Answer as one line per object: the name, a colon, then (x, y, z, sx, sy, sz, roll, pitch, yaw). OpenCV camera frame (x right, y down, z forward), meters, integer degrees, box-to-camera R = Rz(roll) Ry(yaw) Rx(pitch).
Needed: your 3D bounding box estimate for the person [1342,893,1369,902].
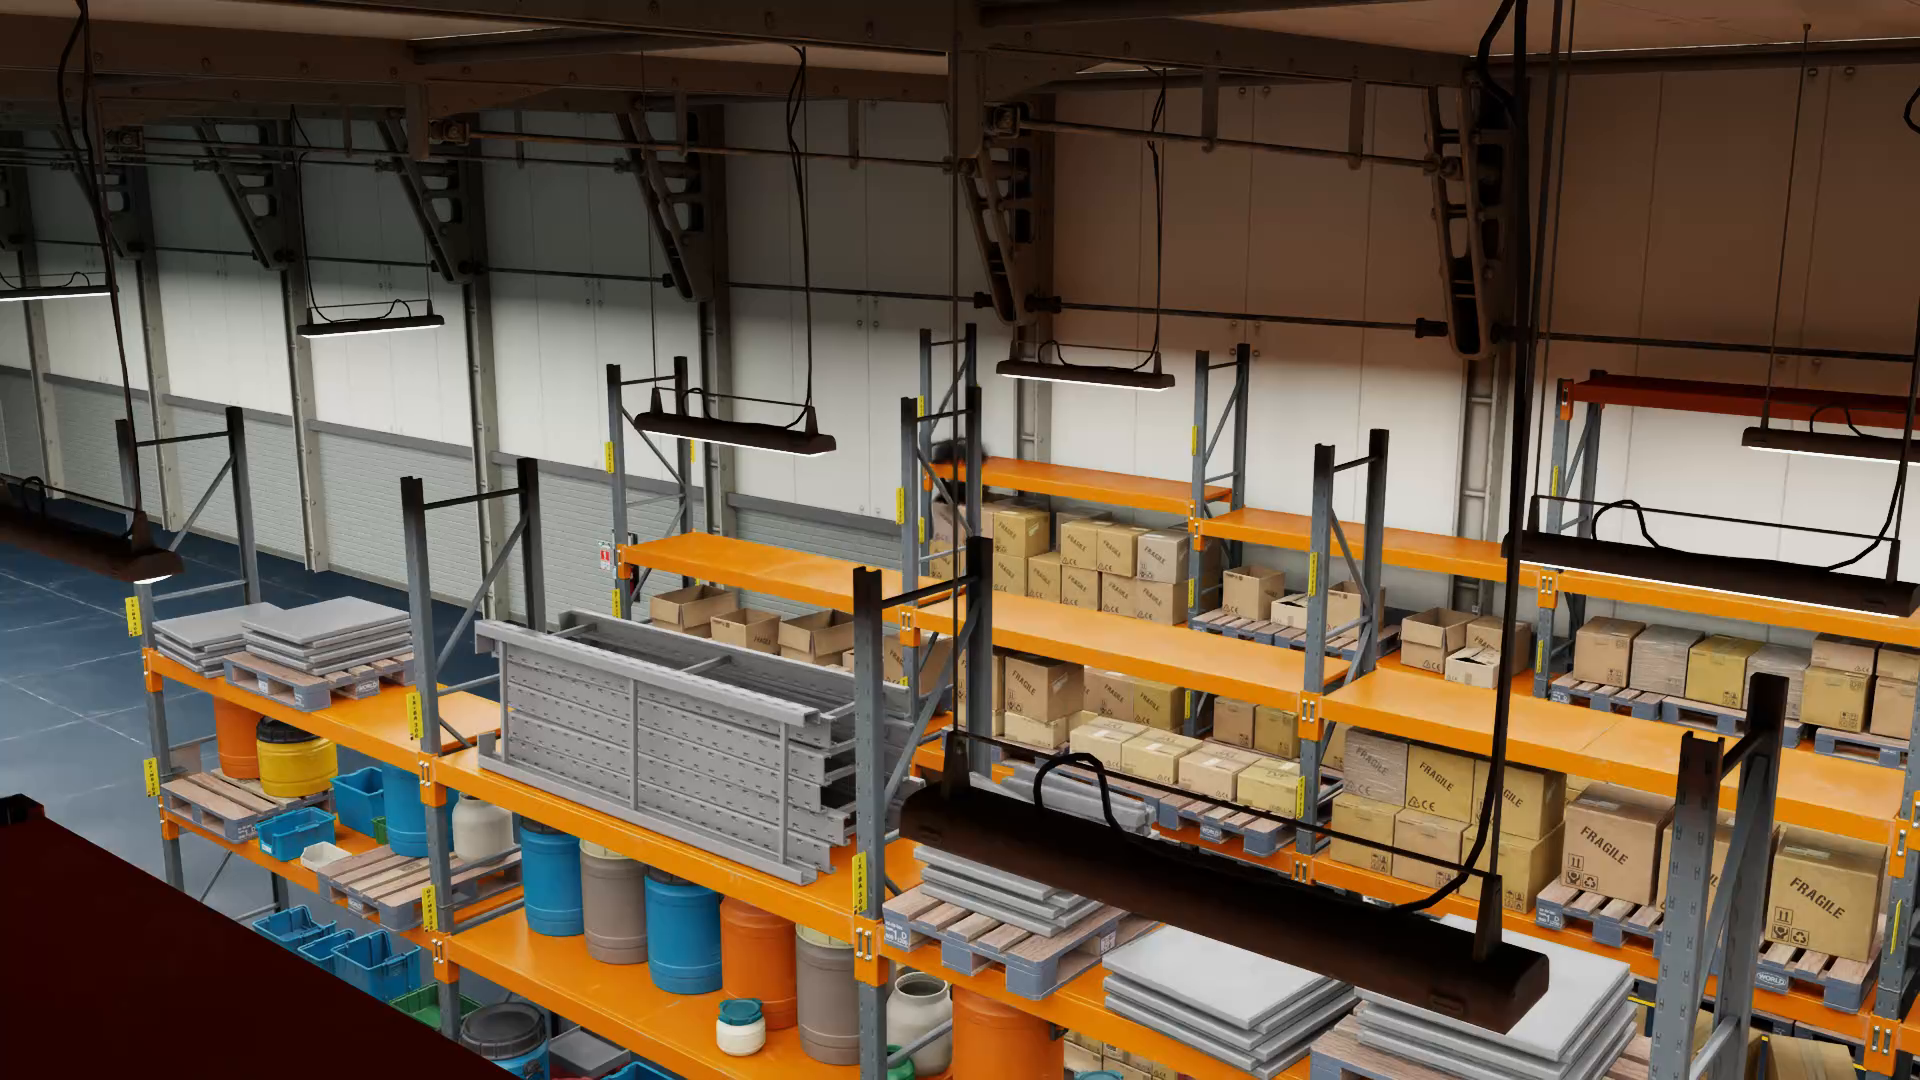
person: (3.453, 3.942, 14.831, 0.614, 1.737, 0.648, 8, 15, 33)
